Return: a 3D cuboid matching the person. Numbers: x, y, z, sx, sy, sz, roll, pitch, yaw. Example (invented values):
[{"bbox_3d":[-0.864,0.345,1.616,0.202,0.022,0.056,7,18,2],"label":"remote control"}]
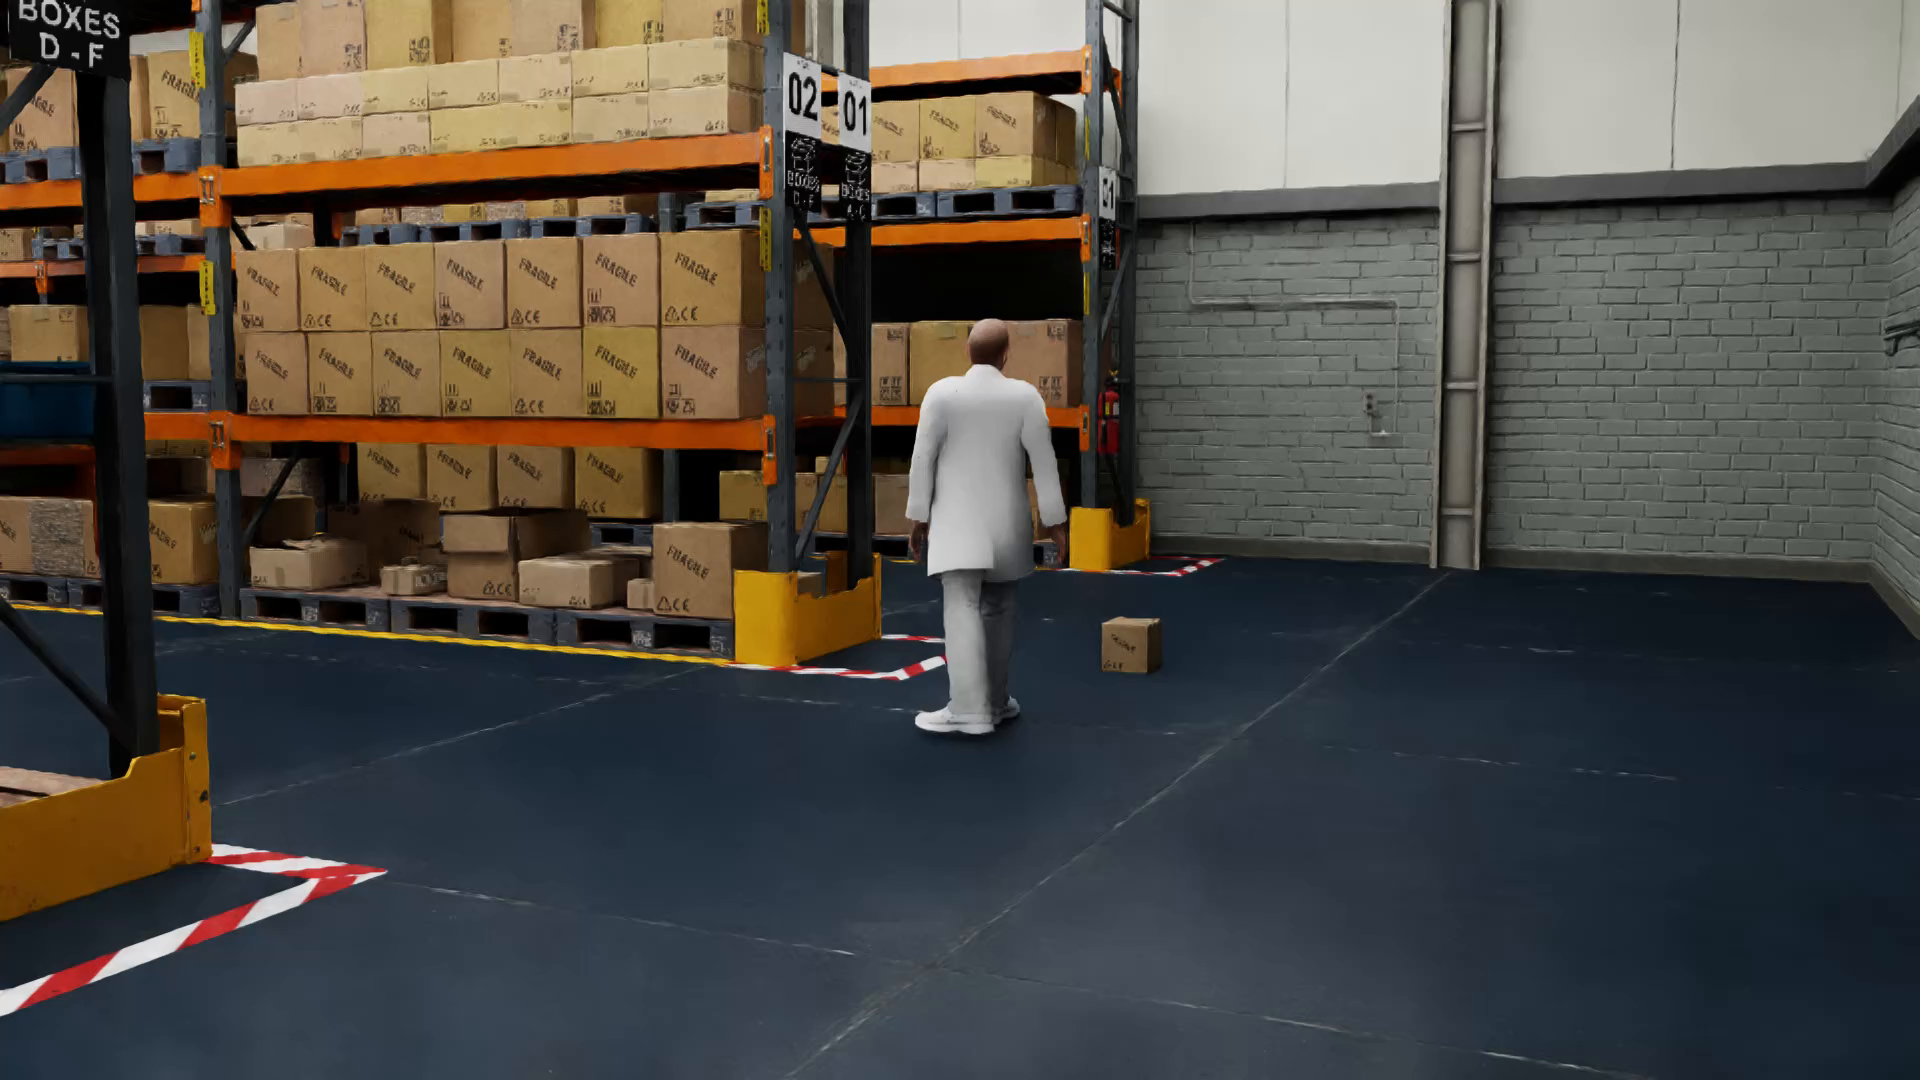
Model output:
[{"bbox_3d":[0.114,-0.065,7.159,0.691,1.771,0.667,-1,5,-7],"label":"person"}]
